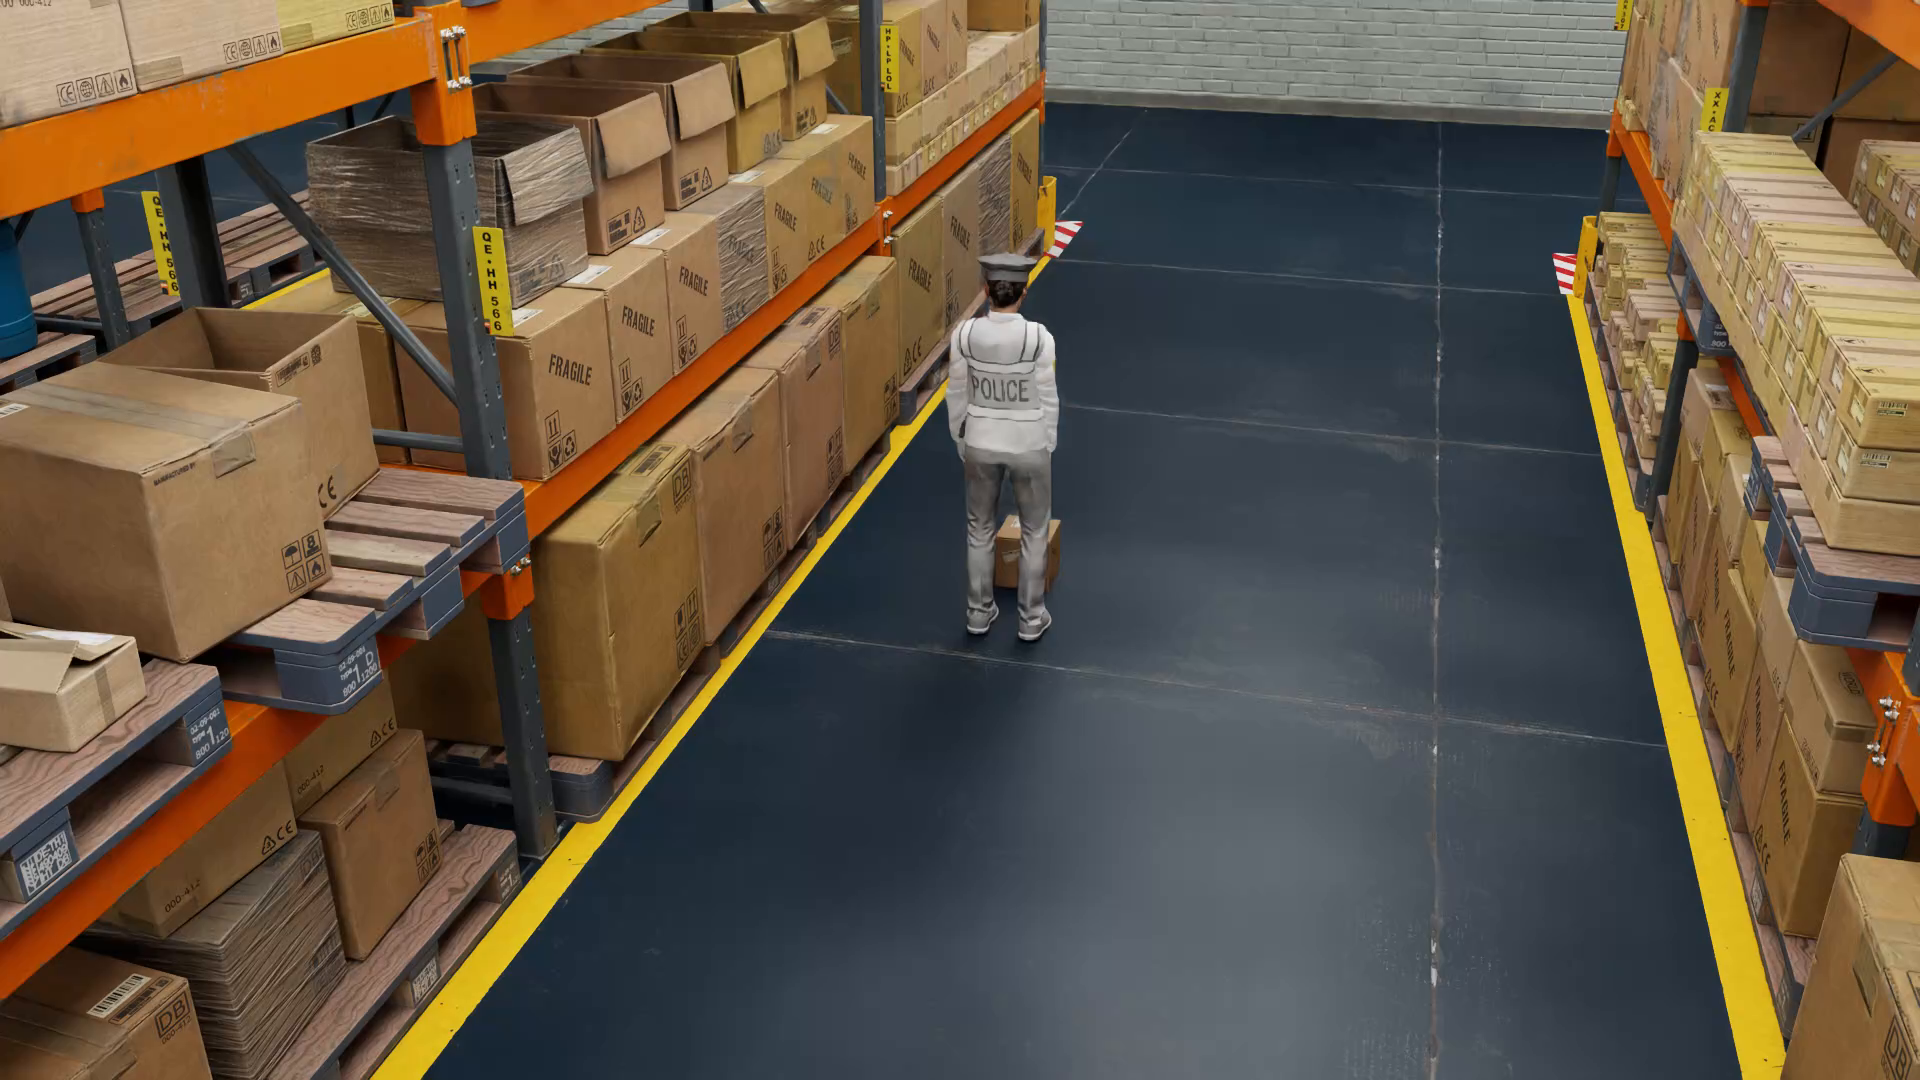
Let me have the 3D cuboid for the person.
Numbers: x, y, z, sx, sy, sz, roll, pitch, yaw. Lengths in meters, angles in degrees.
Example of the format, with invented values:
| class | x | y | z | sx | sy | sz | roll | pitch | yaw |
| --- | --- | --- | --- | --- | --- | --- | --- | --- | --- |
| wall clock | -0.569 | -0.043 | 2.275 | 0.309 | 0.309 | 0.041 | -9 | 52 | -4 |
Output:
| class | x | y | z | sx | sy | sz | roll | pitch | yaw |
| --- | --- | --- | --- | --- | --- | --- | --- | --- | --- |
| person | 0.177 | -0.372 | 6.908 | 0.476 | 1.661 | 0.338 | 6 | 26 | 13 |
